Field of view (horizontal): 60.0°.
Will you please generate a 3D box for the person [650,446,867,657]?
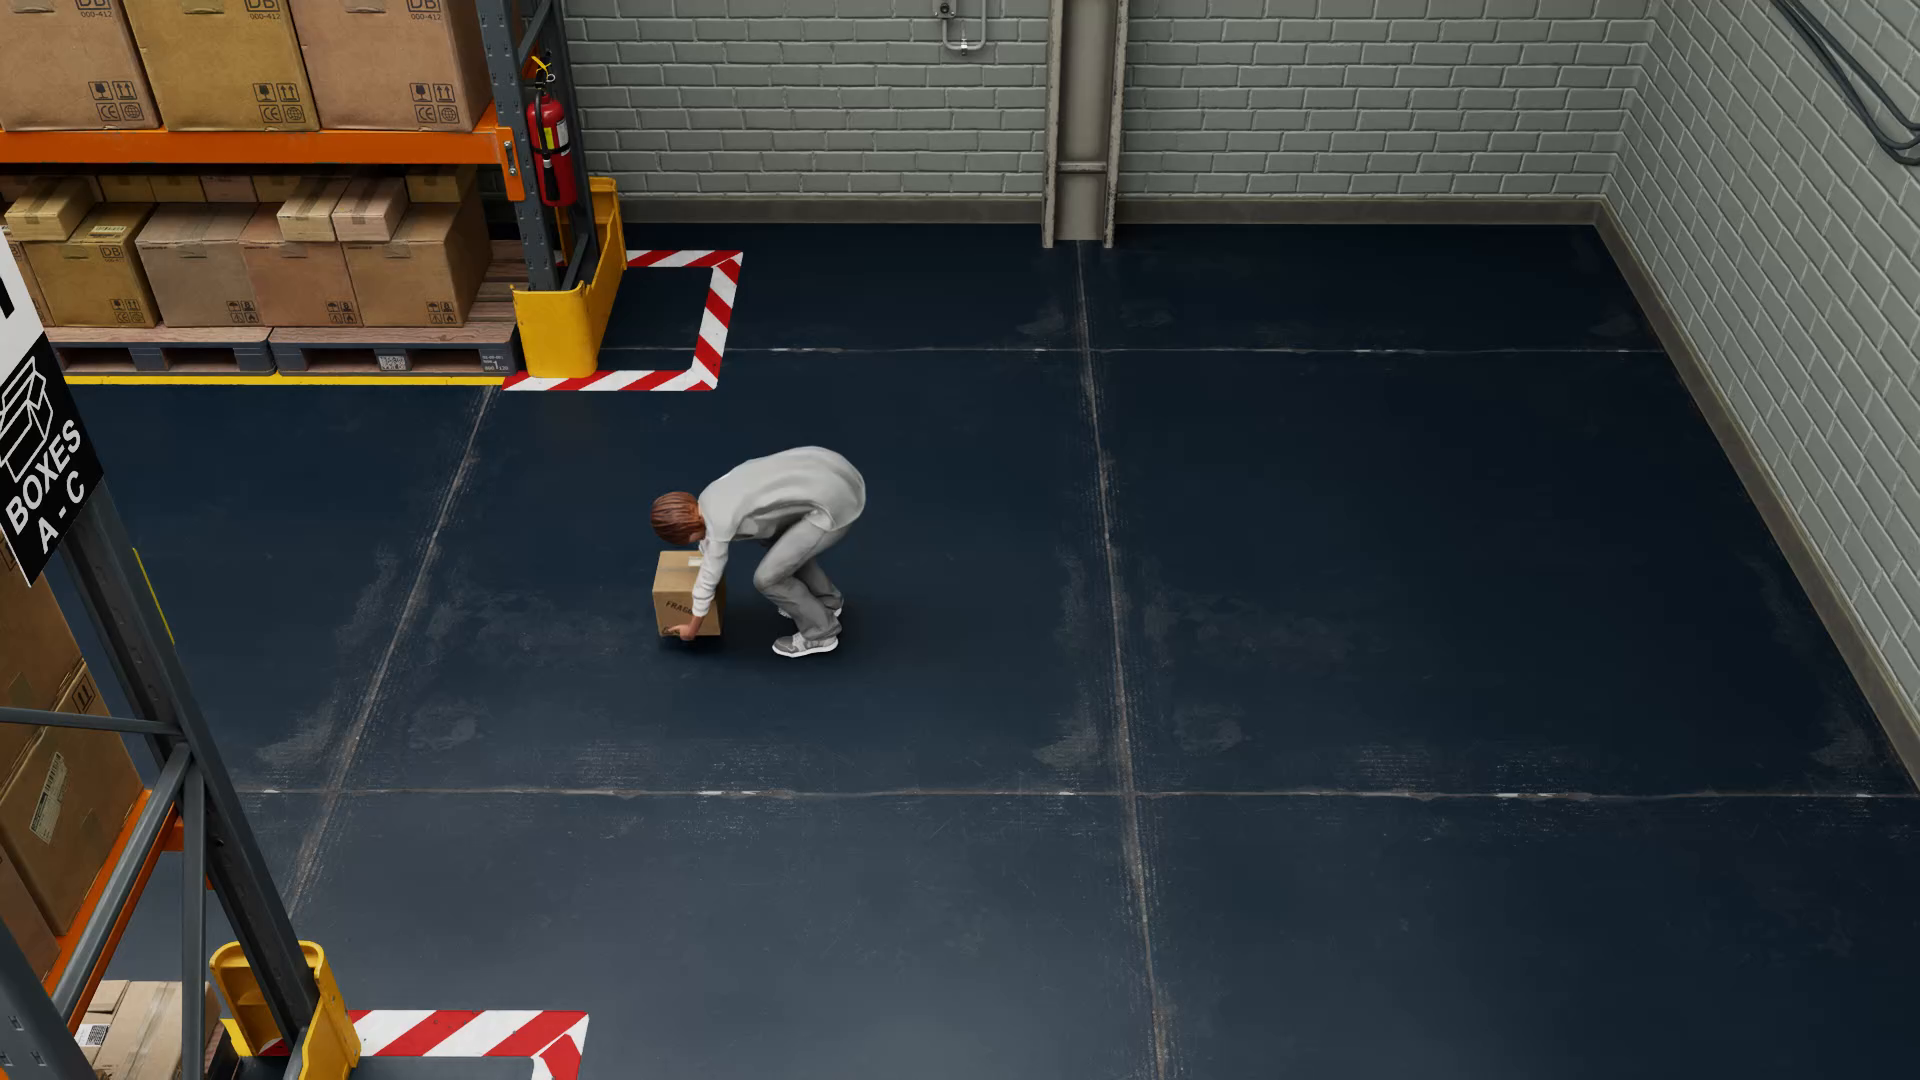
[{"bbox_3d":[-0.792,0.057,6.666,0.855,0.862,0.420,-2,40,-2],"label":"person"}]
